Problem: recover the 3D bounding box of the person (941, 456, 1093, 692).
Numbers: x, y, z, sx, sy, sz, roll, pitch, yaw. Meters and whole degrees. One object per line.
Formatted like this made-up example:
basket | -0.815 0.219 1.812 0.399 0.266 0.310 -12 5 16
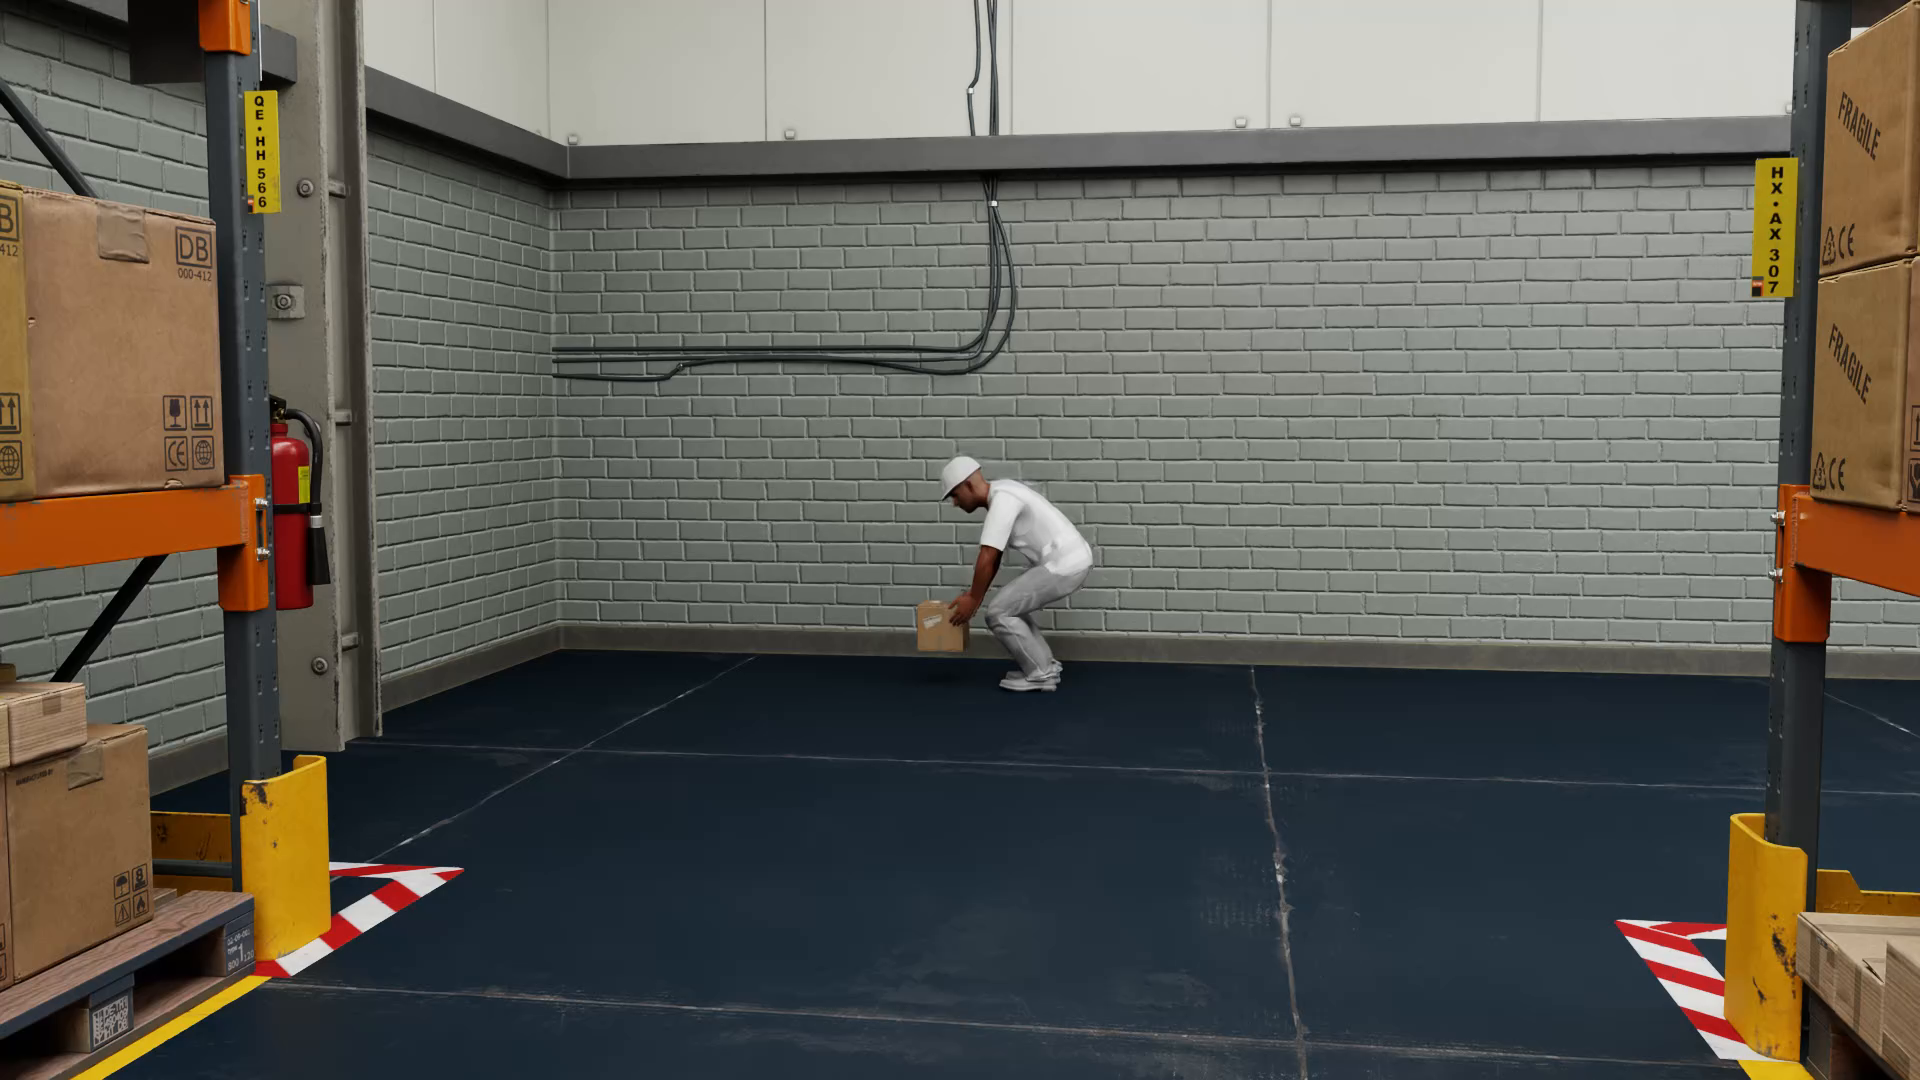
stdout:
person | 0.306 0.177 8.994 0.823 1.260 0.626 1 4 9
